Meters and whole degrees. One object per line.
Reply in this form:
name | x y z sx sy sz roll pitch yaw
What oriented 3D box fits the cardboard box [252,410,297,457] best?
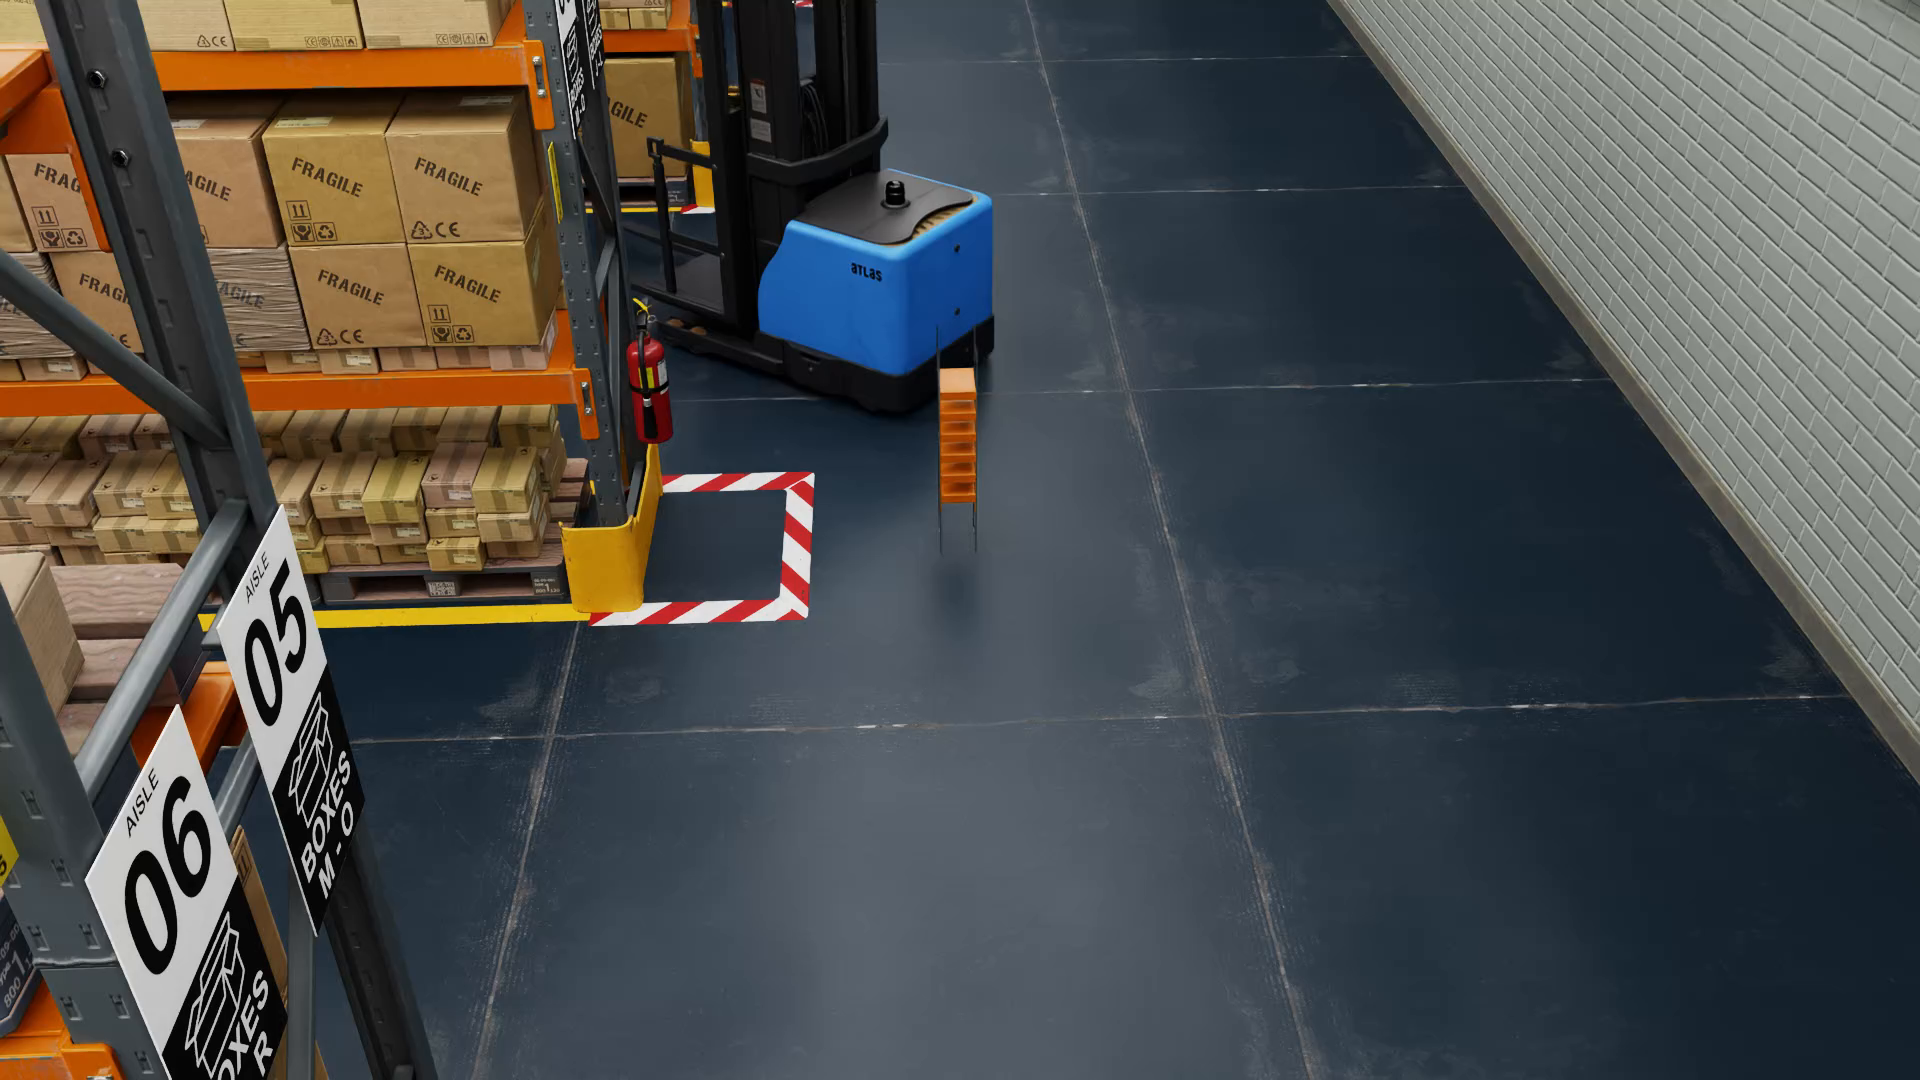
cardboard box | -3.557 -0.586 8.575 0.250 0.149 0.380 -1 35 -1

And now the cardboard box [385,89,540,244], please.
cardboard box | -2.149 -1.630 7.241 0.500 0.500 0.500 -2 35 -3

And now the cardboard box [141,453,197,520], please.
cardboard box | -3.784 -0.265 8.111 0.250 0.149 0.380 -1 35 -2

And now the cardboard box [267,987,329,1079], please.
cardboard box | -1.862 1.411 3.988 0.500 0.500 0.500 -2 35 -3

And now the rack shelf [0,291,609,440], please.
rack shelf | -3.702 -0.859 7.988 4.000 0.370 1.077 -2 35 -2

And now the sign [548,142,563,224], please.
sign | -1.698 -1.499 6.985 0.005 0.325 0.100 -2 35 -2

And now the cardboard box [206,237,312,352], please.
cardboard box | -3.161 -1.184 7.476 0.500 0.500 0.500 -1 35 -2

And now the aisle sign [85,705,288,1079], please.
aisle sign | -1.282 0.707 2.808 0.004 0.787 0.394 -2 35 -2

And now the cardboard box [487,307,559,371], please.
cardboard box | -2.016 -0.936 7.688 0.250 0.149 0.380 -1 35 -2

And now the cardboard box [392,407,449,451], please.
cardboard box | -2.771 -0.623 8.628 0.250 0.149 0.380 -2 35 -2

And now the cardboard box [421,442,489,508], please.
cardboard box | -2.475 -0.322 8.192 0.250 0.149 0.380 -1 35 -1

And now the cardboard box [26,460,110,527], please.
cardboard box | -4.300 -0.227 8.055 0.250 0.149 0.380 -1 35 -1

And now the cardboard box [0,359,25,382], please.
cardboard box | -4.356 -0.879 7.606 0.250 0.149 0.380 -1 35 -1

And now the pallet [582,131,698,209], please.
pallet | -2.633 -2.818 12.637 1.213 0.211 1.003 -2 35 -2

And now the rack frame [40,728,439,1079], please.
rack frame | -1.369 1.602 3.799 0.127 3.000 1.000 -2 35 -2

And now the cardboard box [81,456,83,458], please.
cardboard box | -4.608 -0.396 8.561 0.250 0.149 0.380 -1 35 -2

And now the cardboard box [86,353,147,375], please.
cardboard box | -3.822 -0.916 7.659 0.250 0.149 0.380 0 35 0

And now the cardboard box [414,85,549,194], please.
cardboard box | -2.165 -1.922 7.664 0.500 0.500 0.500 -2 35 -3

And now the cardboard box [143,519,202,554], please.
cardboard box | -3.784 -0.099 8.133 0.250 0.149 0.380 -1 35 -2

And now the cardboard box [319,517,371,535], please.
cardboard box | -3.010 -0.192 8.266 0.250 0.149 0.380 -2 35 -3

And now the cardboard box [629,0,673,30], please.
cardboard box | -2.178 -3.731 11.726 0.250 0.149 0.380 -1 35 -1

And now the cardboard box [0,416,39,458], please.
cardboard box | -4.855 -0.544 8.514 0.250 0.149 0.380 -2 35 -3

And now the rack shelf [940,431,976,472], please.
rack shelf | -0.014 -0.456 8.433 0.180 0.103 0.258 -2 35 -2

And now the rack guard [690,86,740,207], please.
rack guard | -1.814 -3.004 12.651 0.348 0.500 1.175 -2 35 -2

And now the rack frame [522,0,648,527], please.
rack frame | -1.704 -1.209 7.861 0.127 3.000 1.000 -2 35 -2

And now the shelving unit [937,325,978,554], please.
shelving unit | -0.014 -0.493 8.408 0.189 1.200 0.258 -2 35 -2

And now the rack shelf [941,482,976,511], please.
rack shelf | -0.014 -0.259 8.570 0.180 0.103 0.258 -2 35 -2

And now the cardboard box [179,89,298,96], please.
cardboard box | -3.190 -1.904 7.637 0.500 0.500 0.500 -2 35 -3

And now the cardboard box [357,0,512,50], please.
cardboard box | -2.146 -2.218 6.815 0.500 0.250 0.500 -2 35 -3

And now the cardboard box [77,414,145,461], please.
cardboard box | -4.326 -0.566 8.546 0.250 0.149 0.380 -3 35 -5

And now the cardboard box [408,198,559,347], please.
cardboard box | -2.141 -1.214 7.519 0.500 0.500 0.500 -1 35 -1

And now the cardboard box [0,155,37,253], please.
cardboard box | -4.216 -1.568 7.152 0.500 0.500 0.500 -1 35 -1

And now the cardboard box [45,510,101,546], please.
cardboard box | -4.287 -0.136 8.186 0.250 0.149 0.380 0 35 0

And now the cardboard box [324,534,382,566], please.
cardboard box | -2.986 -0.040 8.308 0.250 0.149 0.380 -1 35 -2

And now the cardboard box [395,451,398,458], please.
cardboard box | -3.018 -0.486 8.691 0.250 0.149 0.380 -1 35 -1

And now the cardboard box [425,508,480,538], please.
cardboard box | -2.481 -0.179 8.247 0.250 0.149 0.380 -2 35 -3

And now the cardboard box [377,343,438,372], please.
cardboard box | -2.516 -0.936 7.687 0.250 0.149 0.380 -2 35 -3

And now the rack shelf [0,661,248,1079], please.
rack shelf | -3.367 0.718 3.072 4.000 0.370 1.077 -2 35 -2

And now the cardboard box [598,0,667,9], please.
cardboard box | -2.310 -3.928 11.660 0.500 0.250 0.500 -2 35 -3

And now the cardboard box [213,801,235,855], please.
cardboard box | -1.737 0.735 3.515 0.250 0.149 0.380 -1 35 -1

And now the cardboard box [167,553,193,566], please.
cardboard box | -3.768 -0.037 8.304 0.250 0.149 0.380 -1 35 -1

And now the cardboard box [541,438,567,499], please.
cardboard box | -2.243 -0.377 8.795 0.250 0.149 0.380 -1 35 -1

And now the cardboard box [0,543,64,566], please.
cardboard box | -4.558 -0.007 8.261 0.250 0.149 0.380 -2 35 -3

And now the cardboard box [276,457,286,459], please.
cardboard box | -3.547 -0.394 8.558 0.250 0.149 0.380 0 35 0

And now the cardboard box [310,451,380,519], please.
cardboard box | -2.989 -0.271 8.120 0.250 0.149 0.380 -3 35 -4

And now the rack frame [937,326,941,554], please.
rack frame | -0.106 -0.491 8.404 0.006 1.200 0.240 -2 35 -2

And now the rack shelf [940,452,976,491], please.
rack shelf | -0.014 -0.358 8.502 0.180 0.103 0.258 -2 35 -2

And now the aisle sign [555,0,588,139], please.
aisle sign | -1.617 -2.109 6.878 0.004 0.787 0.394 -2 35 -2

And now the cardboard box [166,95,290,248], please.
cardboard box | -3.175 -1.597 7.194 0.500 0.500 0.500 0 35 0

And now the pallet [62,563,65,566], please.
pallet | -5.030 0.007 8.554 1.213 0.211 1.003 -2 35 -2

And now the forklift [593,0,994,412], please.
forklift | -1.295 -2.599 9.930 3.031 2.935 1.130 21 40 28

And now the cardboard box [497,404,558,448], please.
cardboard box | -2.244 -0.633 8.642 0.250 0.149 0.380 -3 35 -4

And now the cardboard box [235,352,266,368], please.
cardboard box | -3.307 -0.952 7.710 0.250 0.149 0.380 -3 35 -4

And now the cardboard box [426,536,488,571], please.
cardboard box | -2.472 -0.012 8.268 0.250 0.149 0.380 -1 35 -1

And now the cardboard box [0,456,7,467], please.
cardboard box | -4.817 -0.246 8.083 0.250 0.149 0.380 -2 35 -3

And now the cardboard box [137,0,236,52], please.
cardboard box | -3.151 -2.194 6.781 0.500 0.250 0.500 0 35 0

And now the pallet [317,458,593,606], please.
pallet | -2.593 -0.059 8.649 1.213 0.211 1.003 -2 35 -2
